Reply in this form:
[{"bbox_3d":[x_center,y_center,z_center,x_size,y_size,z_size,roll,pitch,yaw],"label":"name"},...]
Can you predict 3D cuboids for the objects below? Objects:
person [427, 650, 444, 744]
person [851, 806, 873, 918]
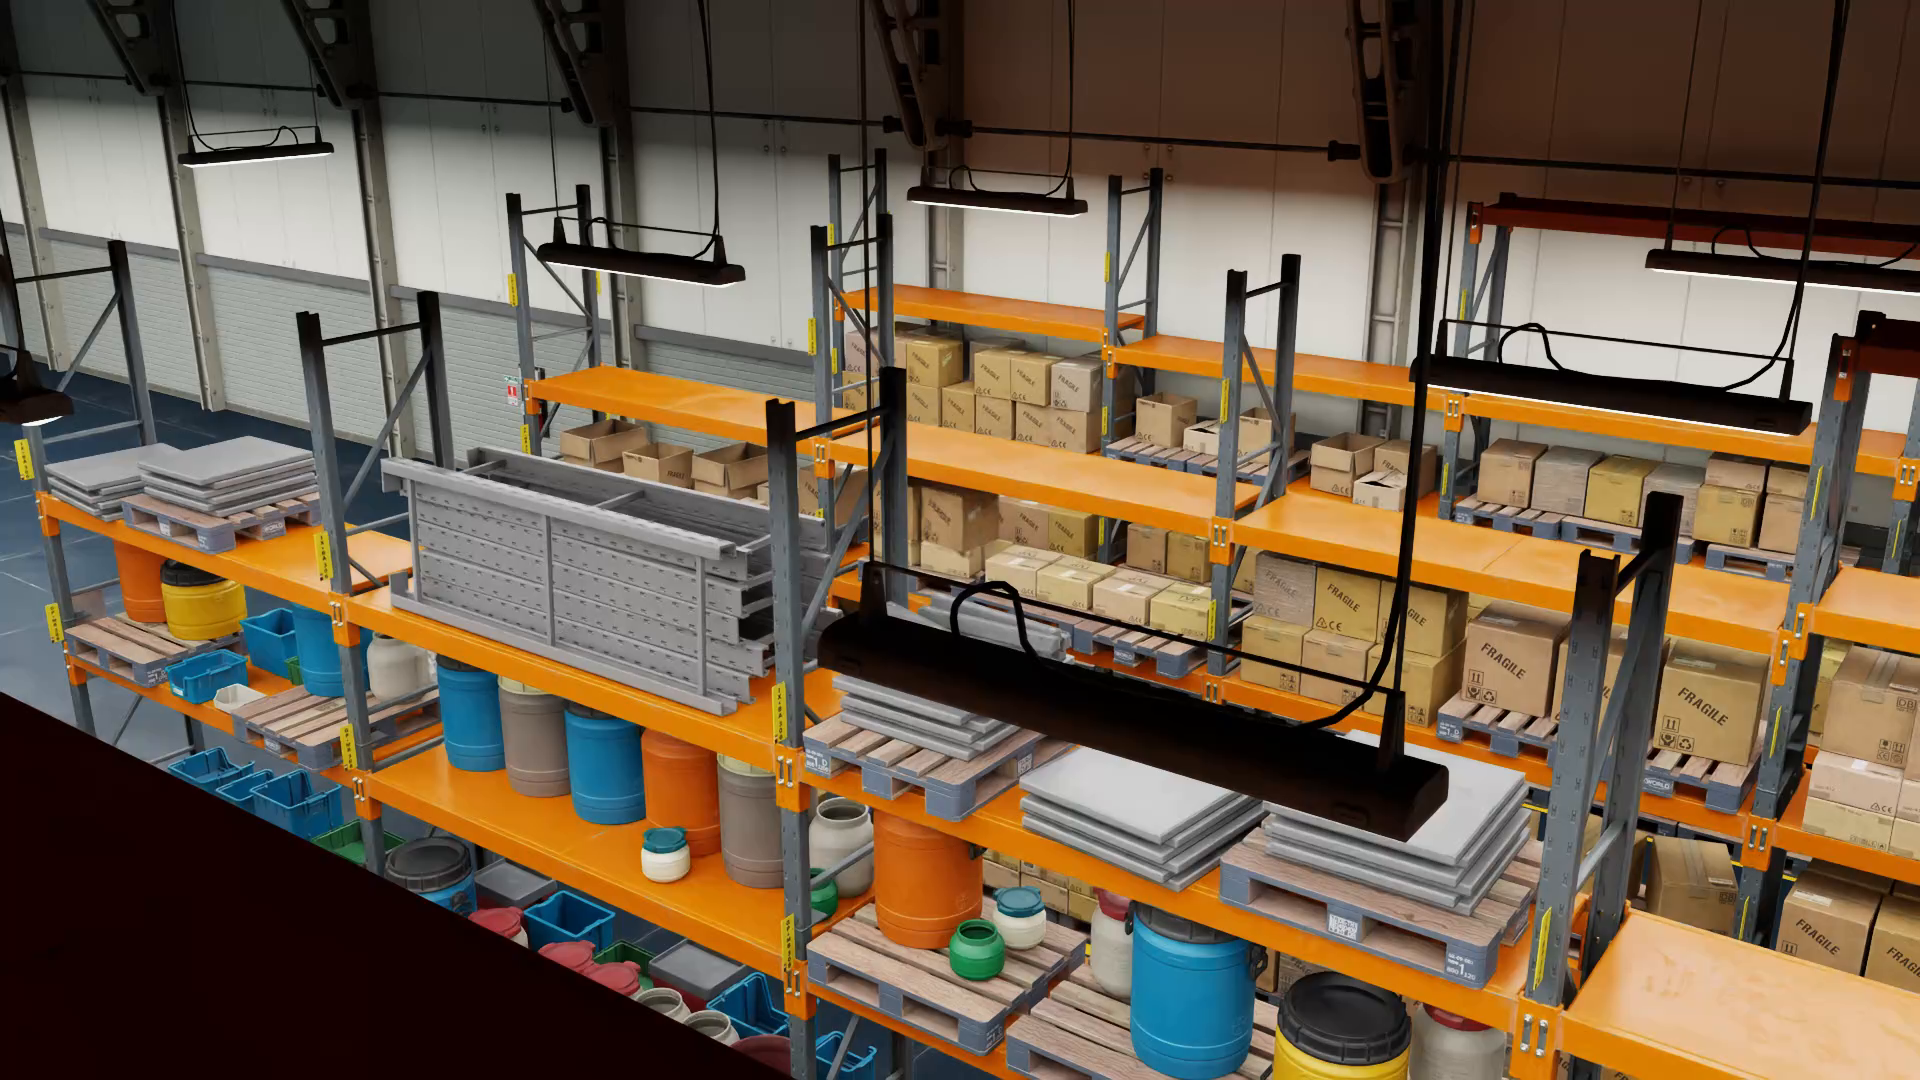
[{"bbox_3d":[-5.666,1.428,18.192,0.499,1.632,0.987,-12,22,-33],"label":"person"},{"bbox_3d":[-0.709,2.763,14.291,0.627,1.625,0.493,15,24,38],"label":"person"}]
